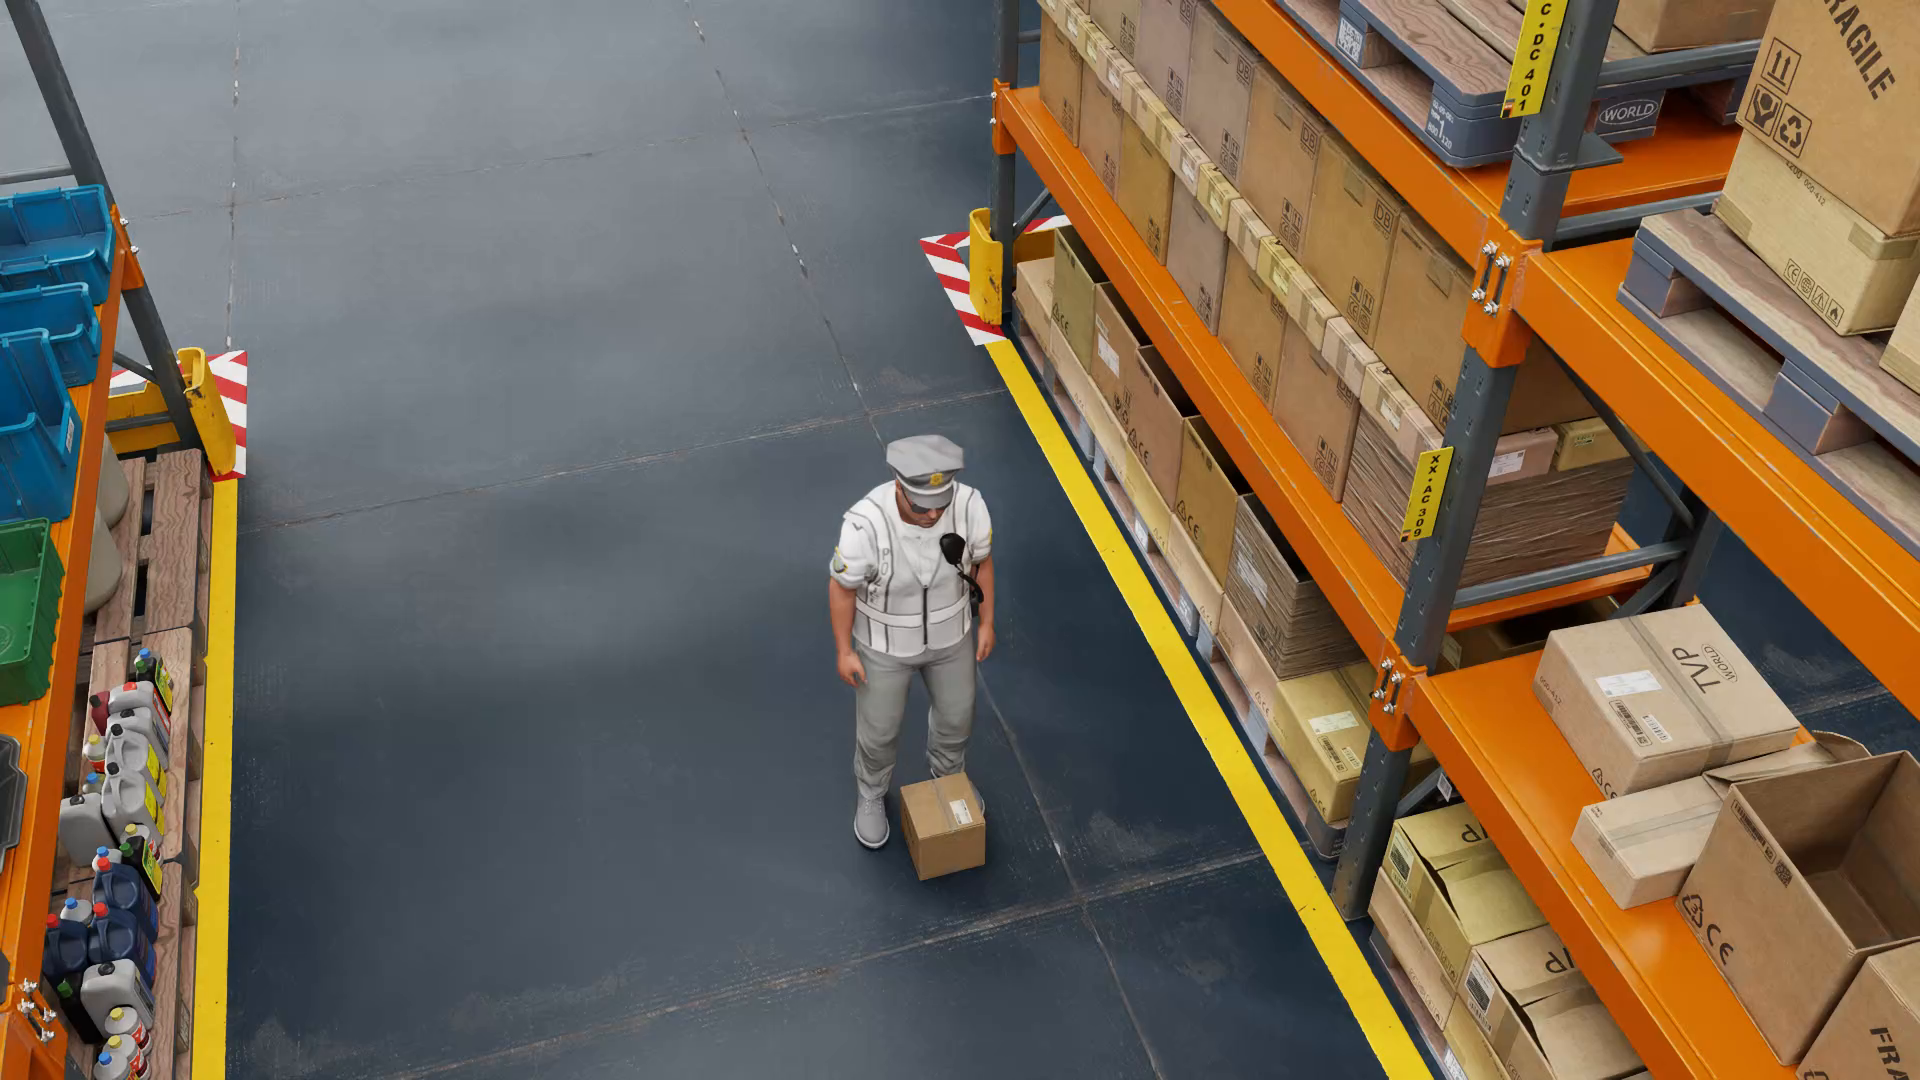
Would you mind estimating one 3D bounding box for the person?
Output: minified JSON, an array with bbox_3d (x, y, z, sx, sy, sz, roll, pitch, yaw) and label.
[{"bbox_3d":[-0.158,0.320,5.799,0.585,1.747,0.439,-12,43,-13],"label":"person"}]
